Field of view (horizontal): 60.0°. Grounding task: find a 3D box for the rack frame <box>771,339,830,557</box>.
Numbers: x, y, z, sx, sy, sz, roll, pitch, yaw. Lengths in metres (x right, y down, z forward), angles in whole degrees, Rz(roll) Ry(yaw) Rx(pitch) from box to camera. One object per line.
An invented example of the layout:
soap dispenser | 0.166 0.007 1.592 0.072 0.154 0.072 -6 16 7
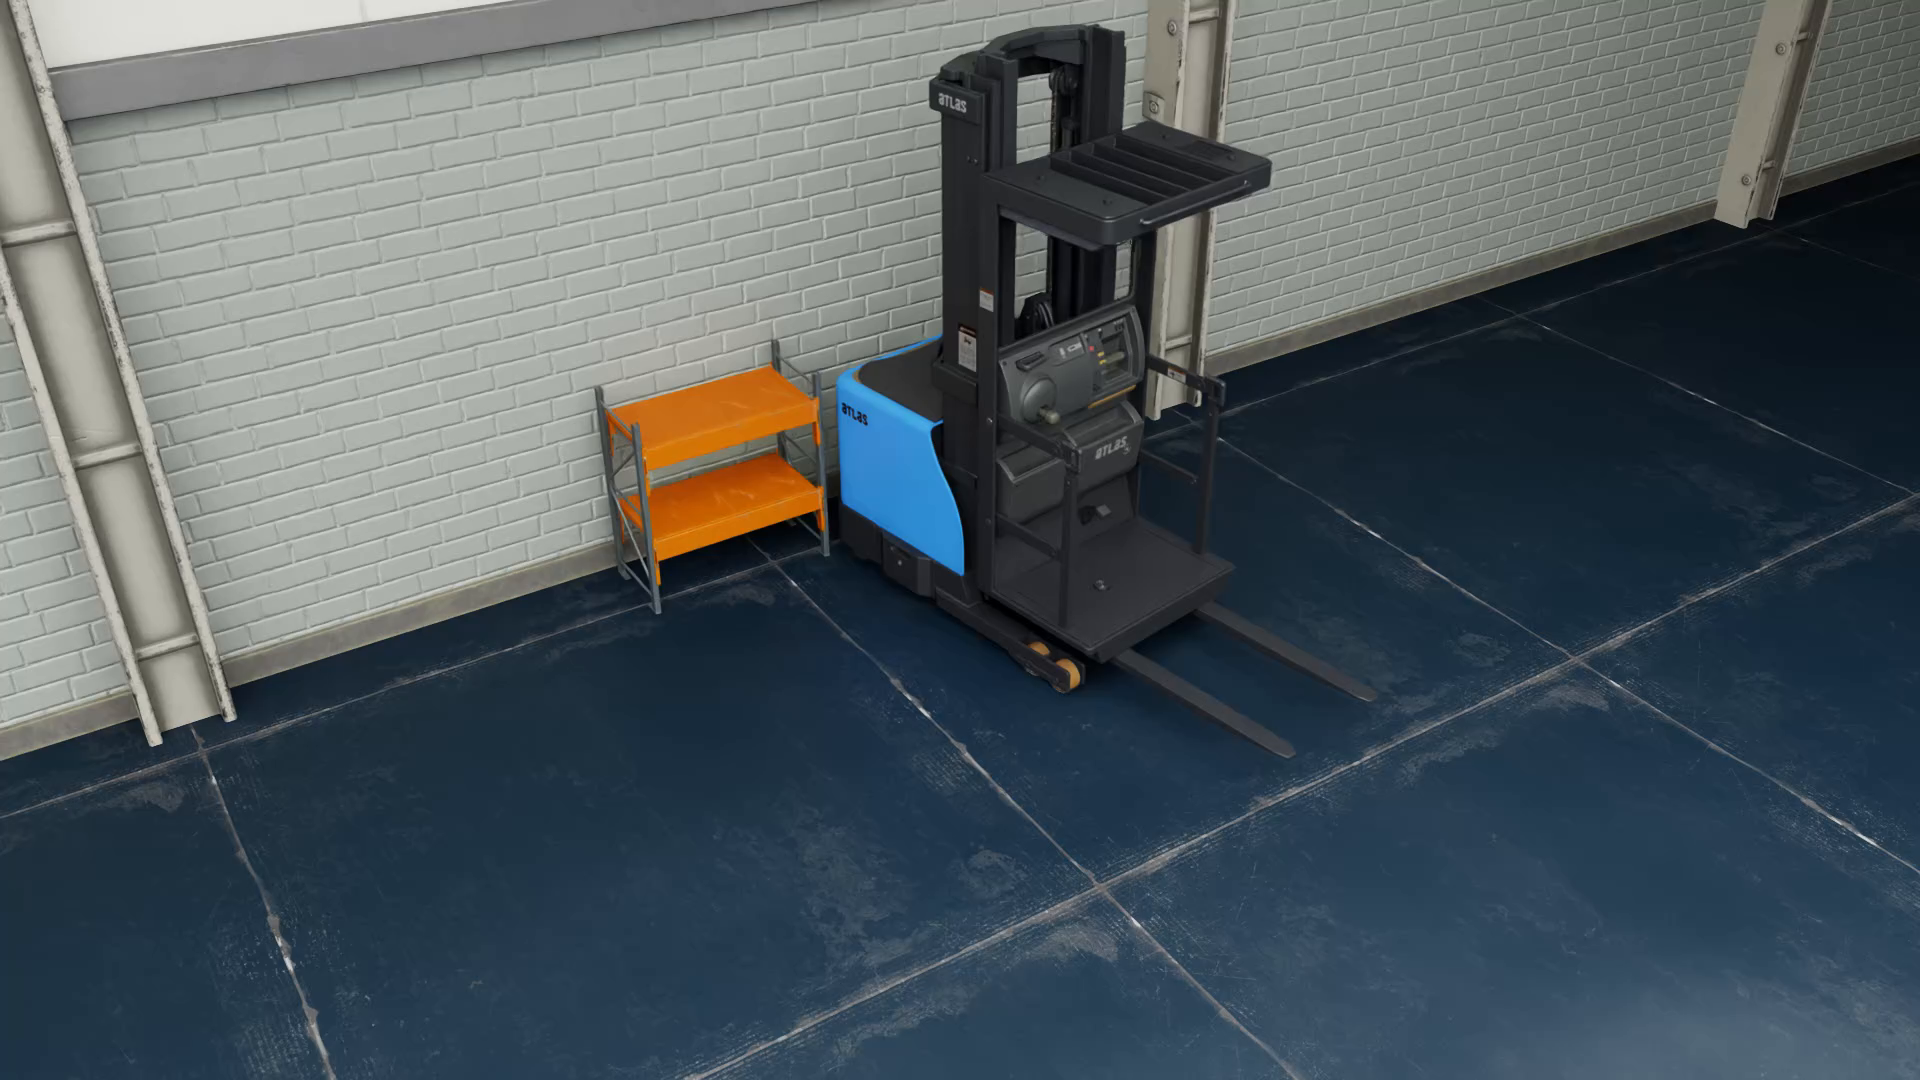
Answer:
rack frame | -0.873 -0.496 9.104 0.032 1.125 0.500 -19 37 -28

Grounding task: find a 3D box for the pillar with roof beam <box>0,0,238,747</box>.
pillar with roof beam | -1.395 -1.027 2.565 0.400 9.000 9.100 -19 37 -27

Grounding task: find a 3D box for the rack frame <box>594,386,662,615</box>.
rack frame | -1.722 -0.198 8.631 0.032 1.125 0.500 -19 37 -28

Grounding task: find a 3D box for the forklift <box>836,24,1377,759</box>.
forklift | 0.693 -0.796 7.887 1.130 2.935 3.031 -26 40 -35

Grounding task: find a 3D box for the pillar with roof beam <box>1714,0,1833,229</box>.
pillar with roof beam | 8.691 -4.496 8.064 0.400 9.000 9.100 -19 37 -27

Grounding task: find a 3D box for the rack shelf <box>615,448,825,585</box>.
rack shelf | -1.297 -0.140 8.998 1.000 0.278 0.538 -19 37 -28

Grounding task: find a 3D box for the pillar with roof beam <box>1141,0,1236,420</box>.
pillar with roof beam | 3.648 -2.761 5.315 0.400 9.000 9.100 -19 37 -27

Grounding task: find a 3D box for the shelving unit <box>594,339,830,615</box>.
shelving unit | -1.297 -0.347 8.868 1.048 1.125 0.538 -19 37 -28

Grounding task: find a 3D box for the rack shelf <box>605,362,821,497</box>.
rack shelf | -1.297 -0.595 8.711 1.000 0.278 0.538 -19 37 -28
